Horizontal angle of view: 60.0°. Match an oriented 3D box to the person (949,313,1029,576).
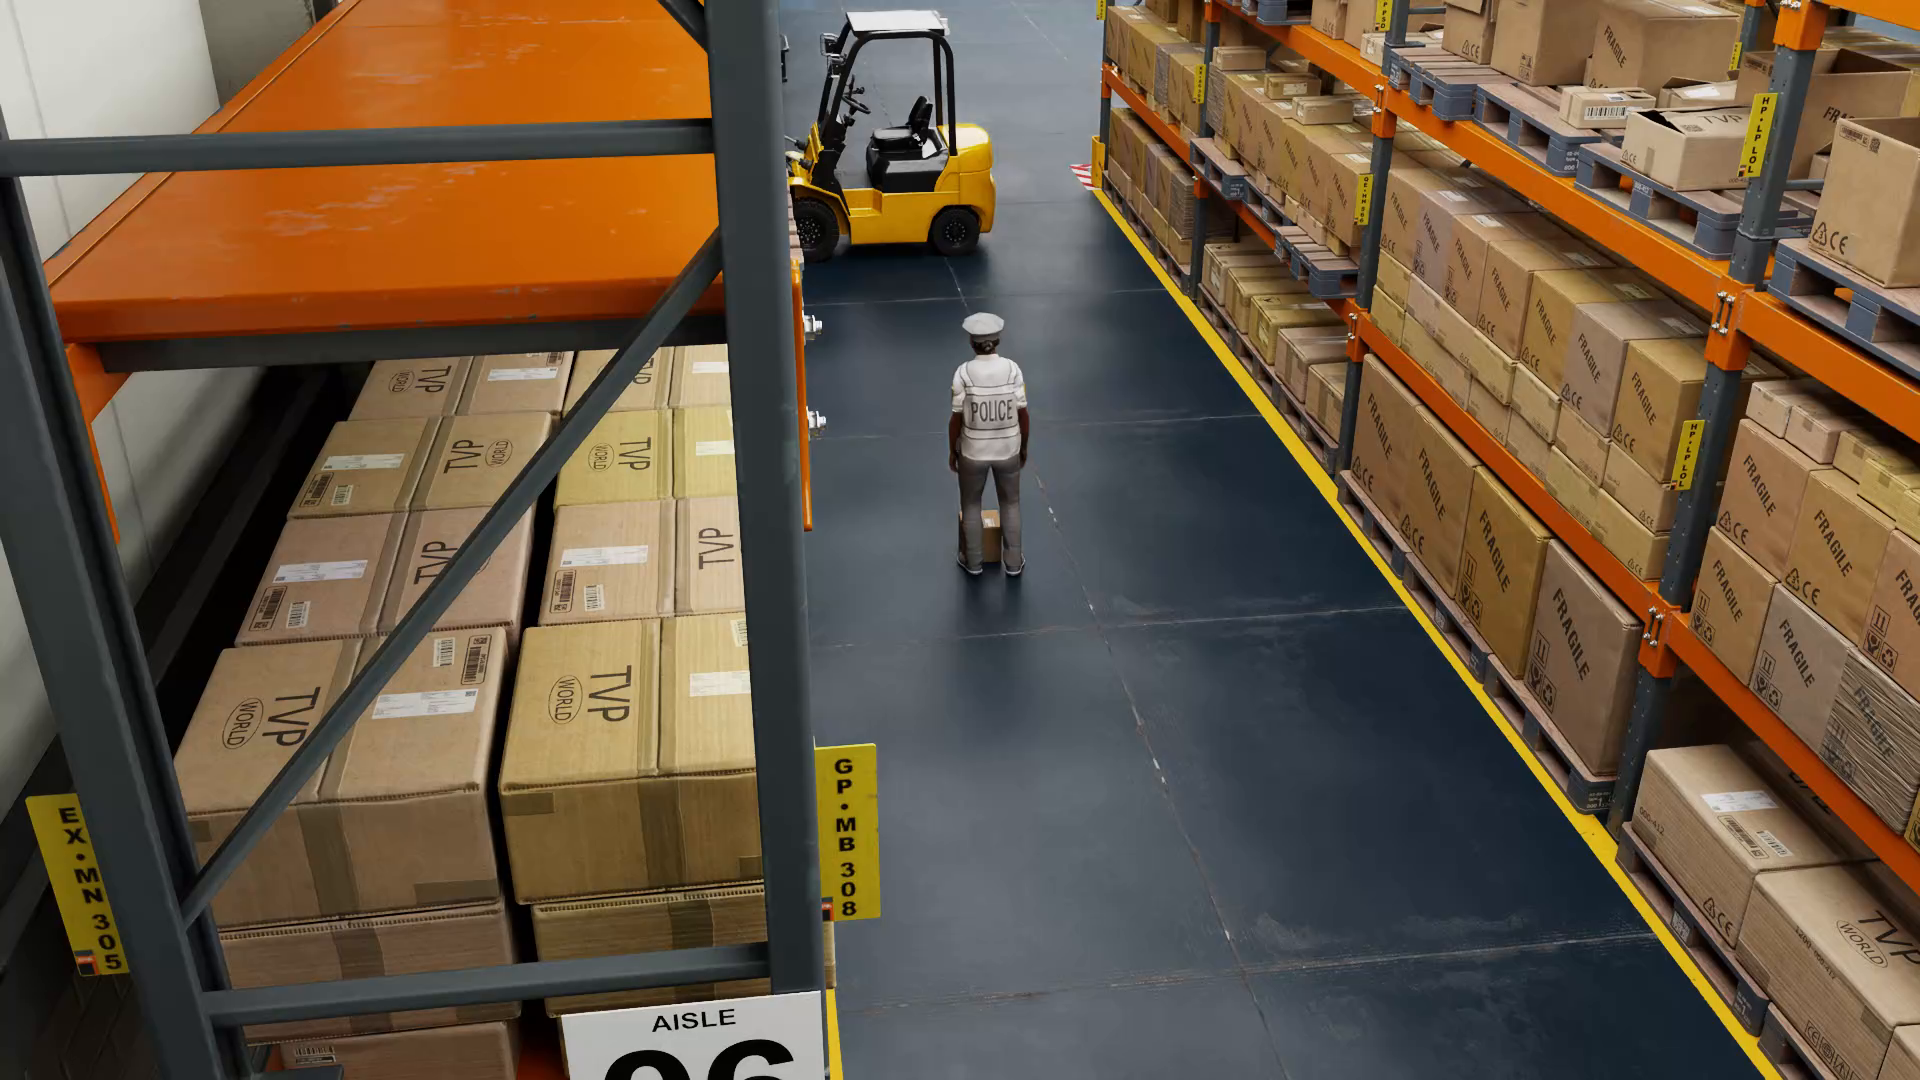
[{"bbox_3d":[0.176,-0.546,10.151,0.503,1.656,0.422,-4,28,-7],"label":"person"}]
